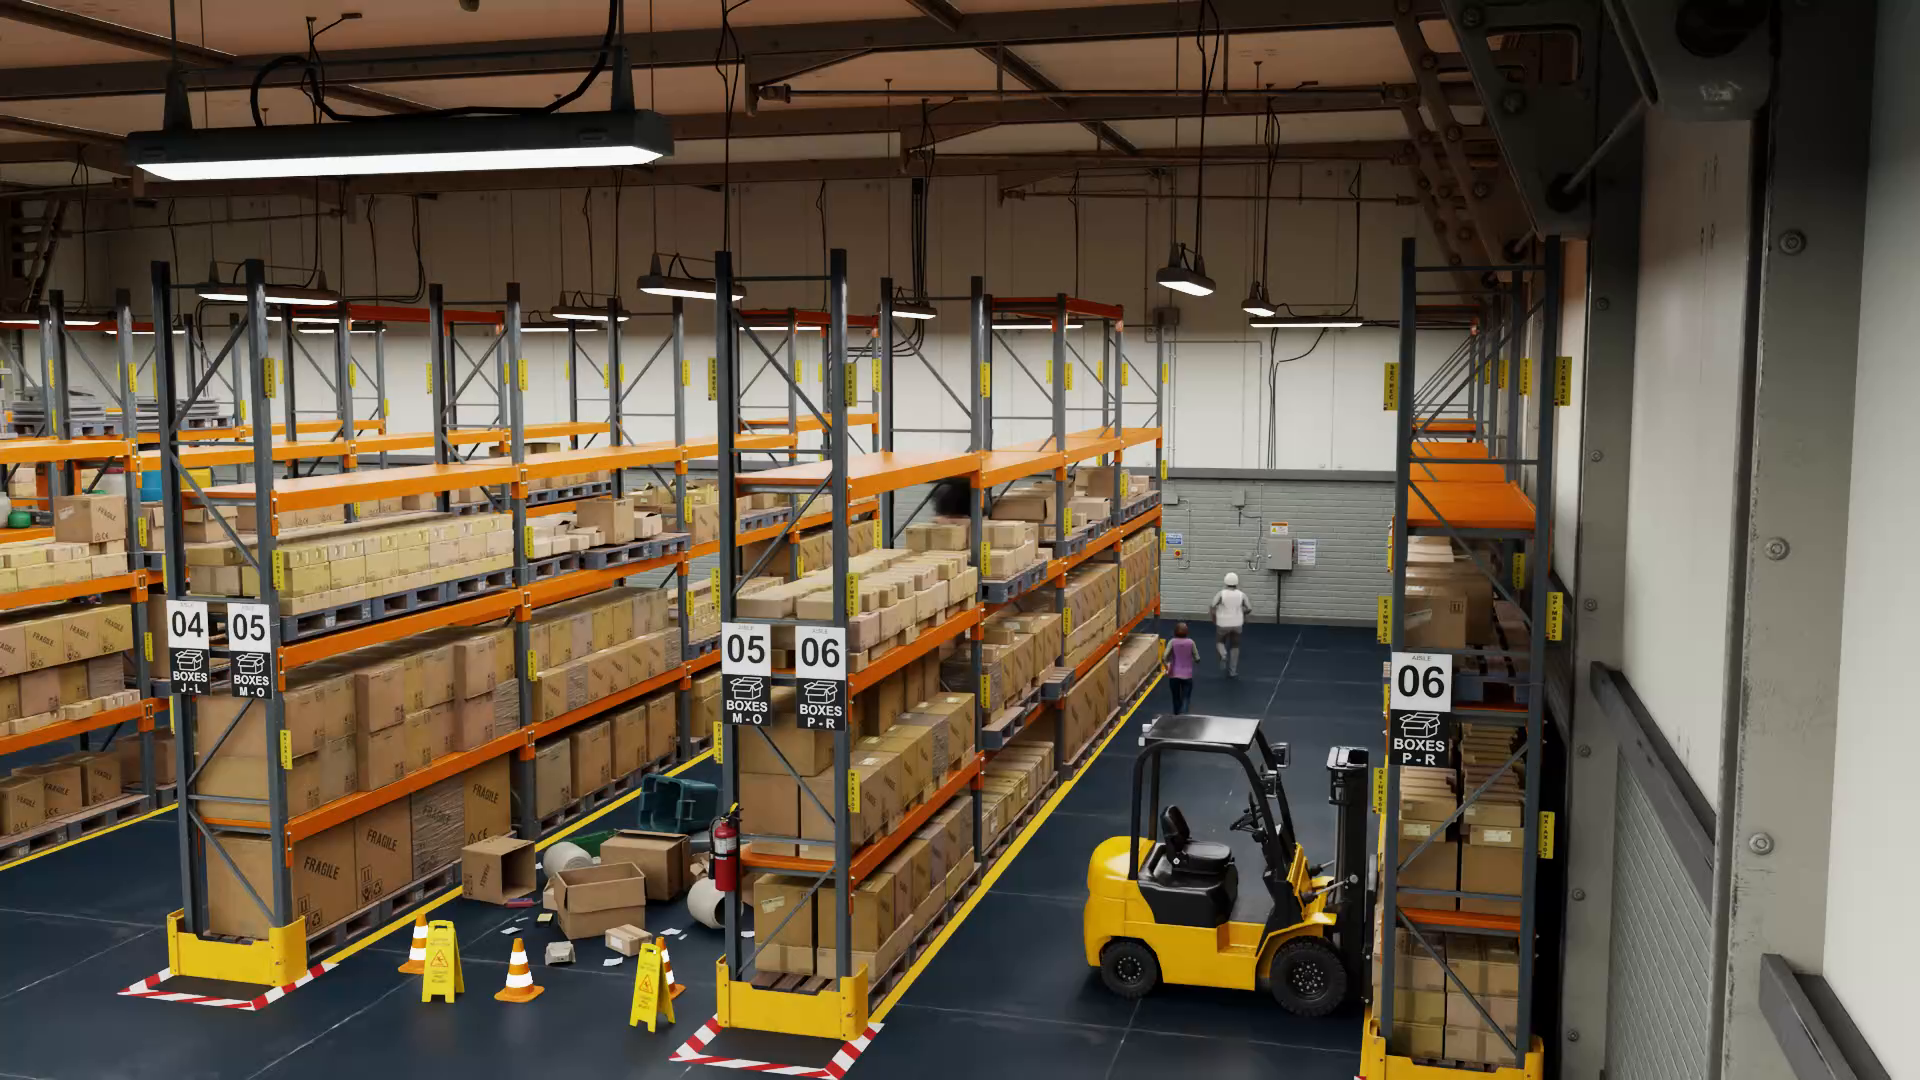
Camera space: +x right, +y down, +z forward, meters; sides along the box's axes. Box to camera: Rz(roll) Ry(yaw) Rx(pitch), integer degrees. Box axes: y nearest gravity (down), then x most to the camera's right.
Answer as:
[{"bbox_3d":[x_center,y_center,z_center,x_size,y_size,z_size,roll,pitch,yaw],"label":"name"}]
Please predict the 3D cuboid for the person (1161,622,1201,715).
[{"bbox_3d":[3.076,1.934,23.153,0.544,1.591,0.840,1,6,8],"label":"person"}]

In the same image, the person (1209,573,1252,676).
[{"bbox_3d":[4.459,1.391,27.609,0.722,1.728,0.524,0,6,-1],"label":"person"}]
